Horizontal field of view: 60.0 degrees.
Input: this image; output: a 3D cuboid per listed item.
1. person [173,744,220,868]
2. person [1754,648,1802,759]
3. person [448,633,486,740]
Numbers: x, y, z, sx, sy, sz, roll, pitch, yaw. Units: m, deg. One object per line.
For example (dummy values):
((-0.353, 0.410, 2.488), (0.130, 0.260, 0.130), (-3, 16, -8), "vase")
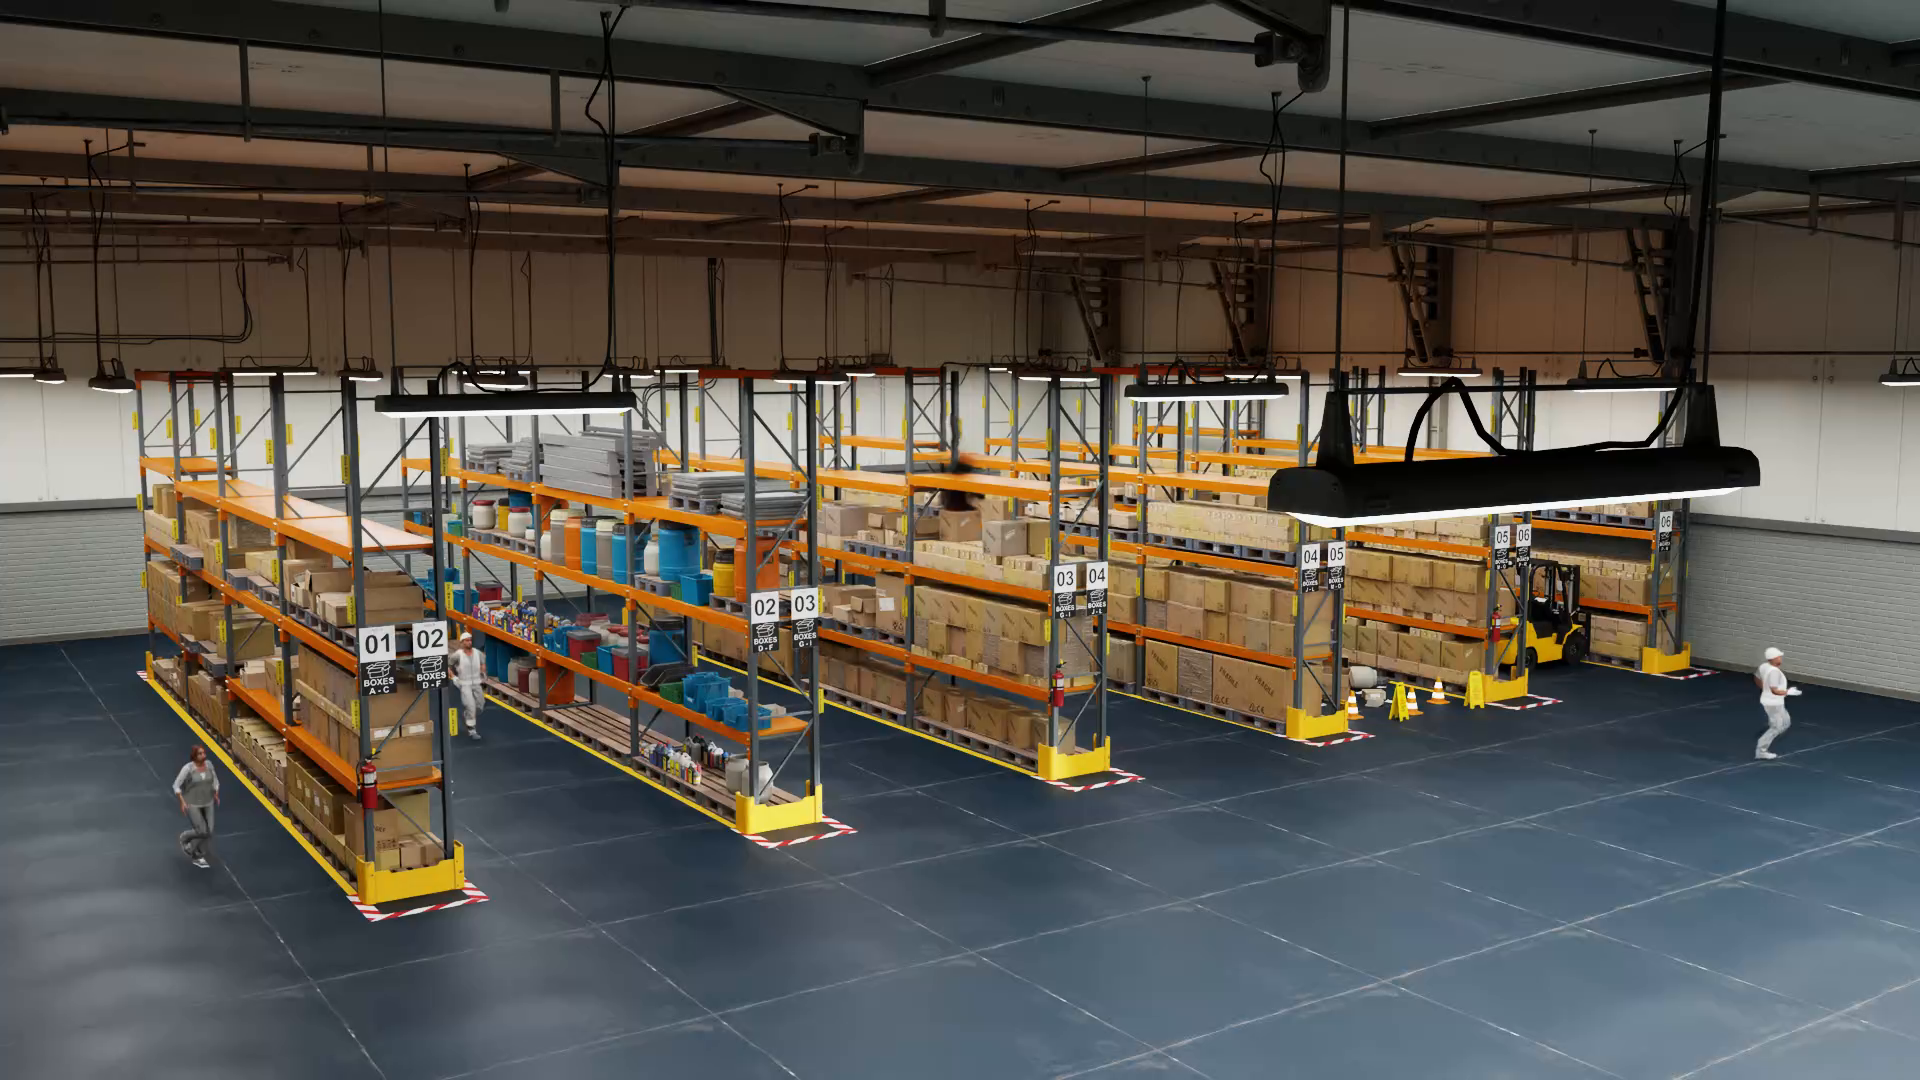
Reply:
((-9.362, 3.270, 20.456), (0.577, 1.550, 0.522), (5, 8, 38), "person")
((12.702, 2.539, 25.838), (0.614, 1.746, 0.665), (2, 7, 18), "person")
((-8.083, 2.385, 27.316), (0.663, 1.748, 0.780), (-6, 8, -40), "person")
